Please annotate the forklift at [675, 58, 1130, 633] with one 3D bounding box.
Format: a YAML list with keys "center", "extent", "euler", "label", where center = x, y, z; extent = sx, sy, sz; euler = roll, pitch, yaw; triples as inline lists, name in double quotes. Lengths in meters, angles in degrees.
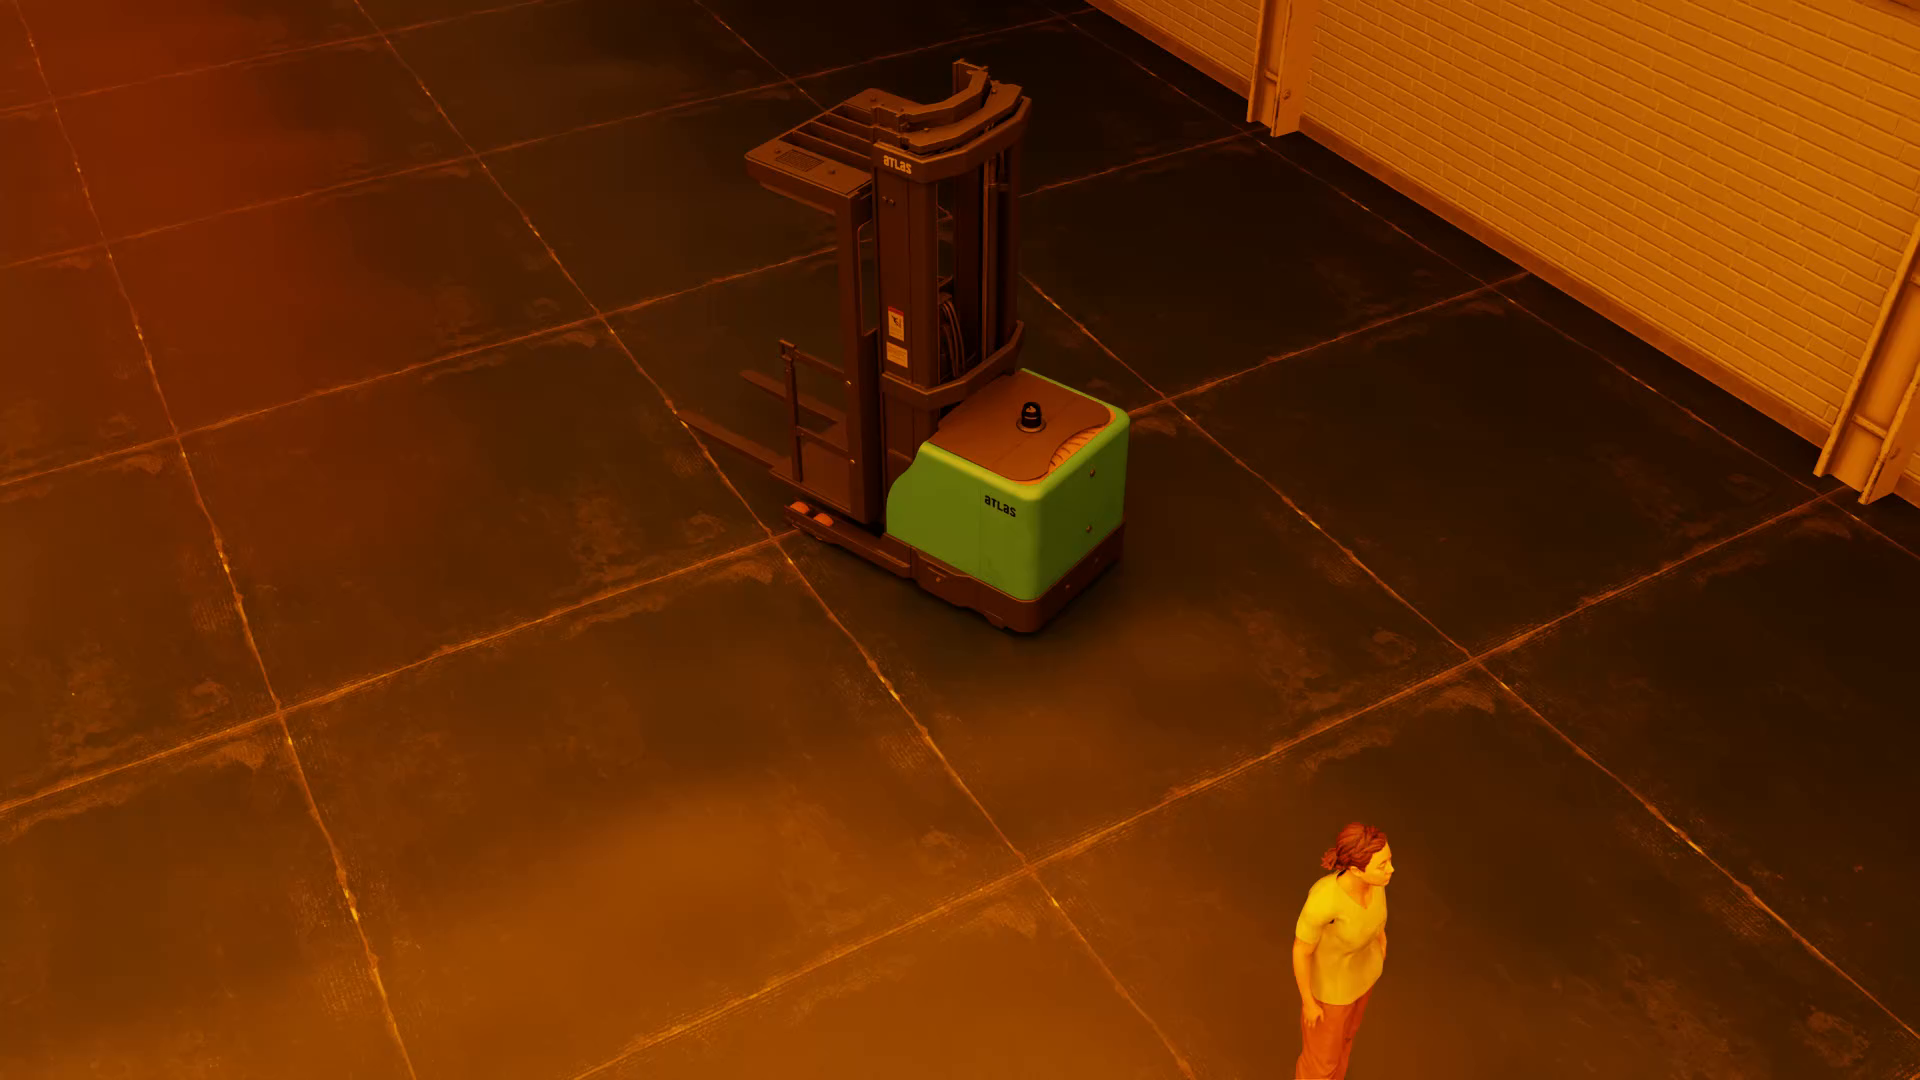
- center: [-0.481, -1.366, 9.683]
  extent: [3.031, 2.935, 1.130]
  euler: [26, 46, 28]
  label: "forklift"

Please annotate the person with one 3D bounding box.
- center: [1.609, 1.834, 6.797]
  extent: [0.554, 1.673, 0.548]
  euler: [-30, 48, -31]
  label: "person"
